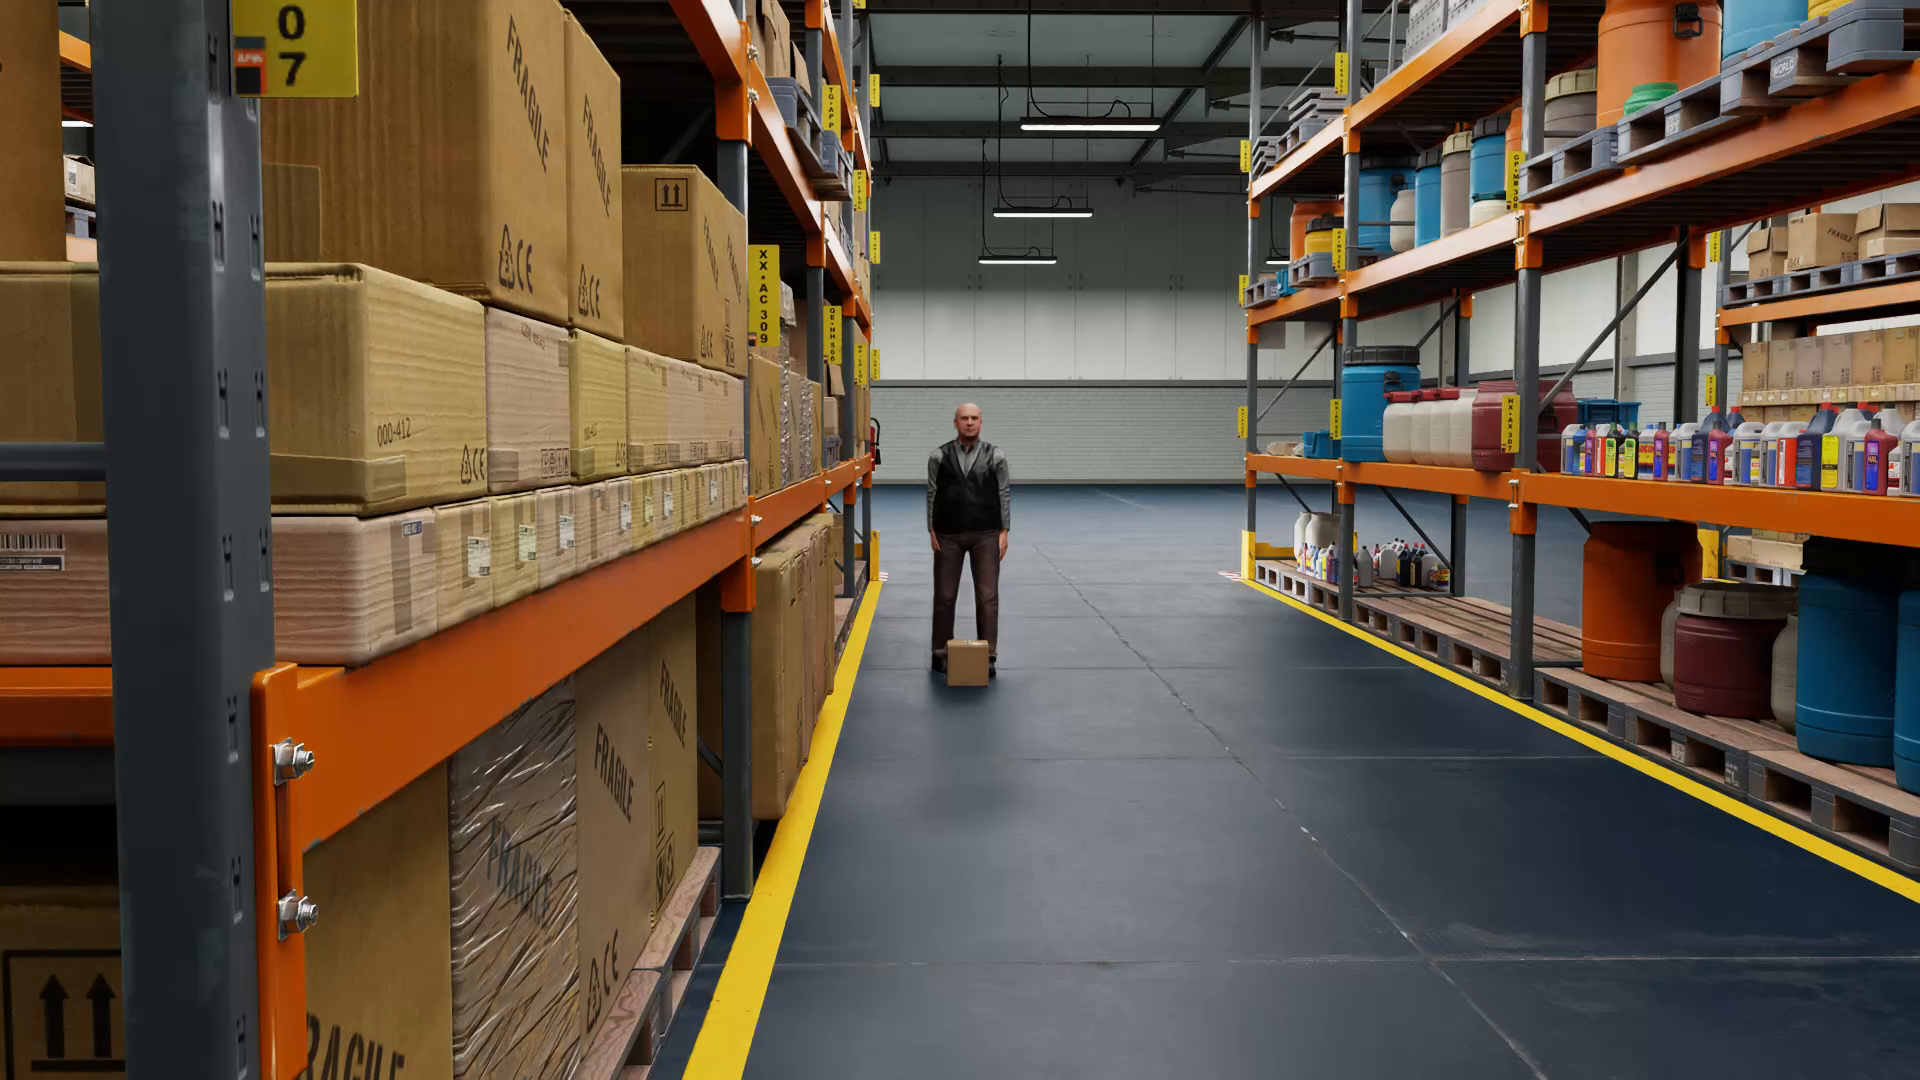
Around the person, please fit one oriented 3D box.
[{"bbox_3d":[0.054,0.007,10.588,0.537,1.753,0.429,0,4,0],"label":"person"}]
